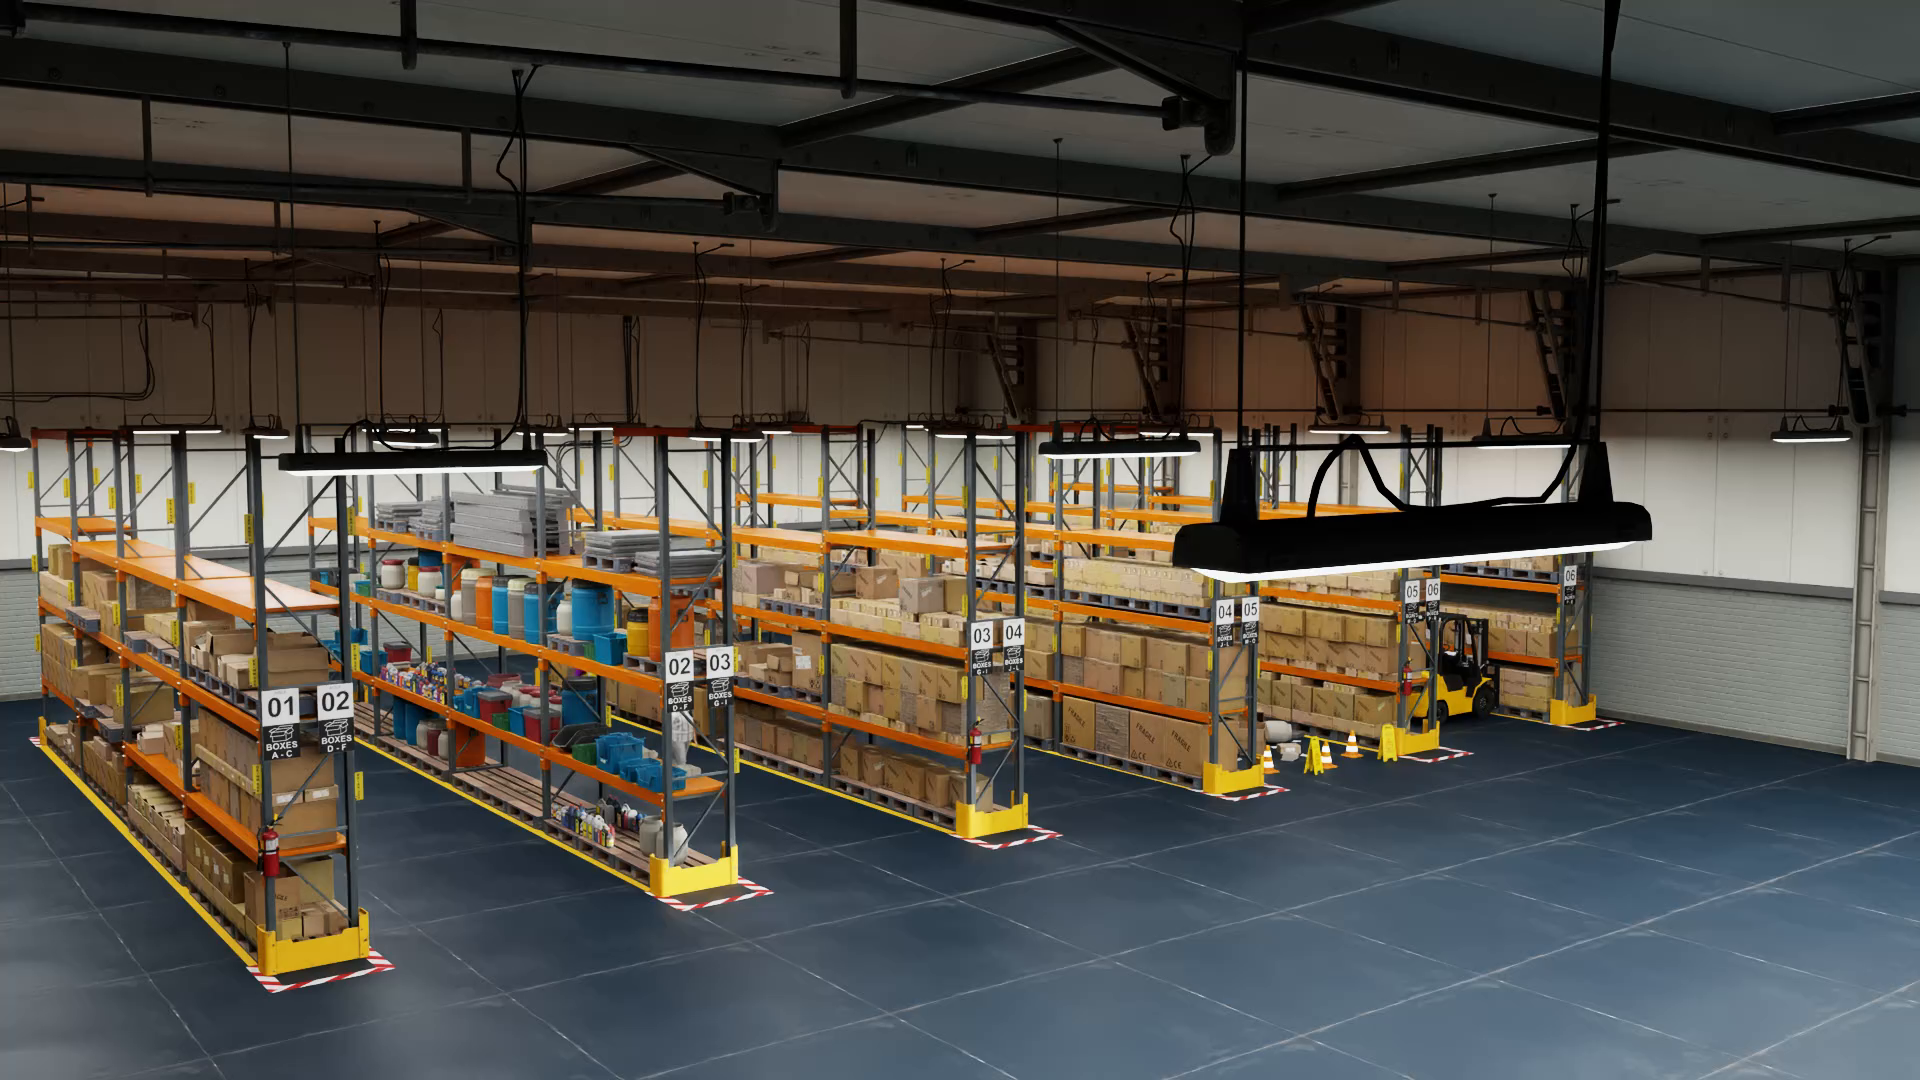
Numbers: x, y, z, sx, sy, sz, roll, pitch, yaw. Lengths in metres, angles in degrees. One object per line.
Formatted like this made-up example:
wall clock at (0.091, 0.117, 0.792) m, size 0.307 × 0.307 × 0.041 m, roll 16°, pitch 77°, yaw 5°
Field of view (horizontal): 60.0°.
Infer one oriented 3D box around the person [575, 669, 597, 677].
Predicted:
person at (-7.265, 2.915, 32.548) m, size 0.657 × 1.744 × 0.659 m, roll 4°, pitch 6°, yaw 43°

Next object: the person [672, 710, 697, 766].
person at (-4.598, 3.333, 27.640) m, size 0.964 × 1.612 × 0.538 m, roll 3°, pitch 5°, yaw 32°
